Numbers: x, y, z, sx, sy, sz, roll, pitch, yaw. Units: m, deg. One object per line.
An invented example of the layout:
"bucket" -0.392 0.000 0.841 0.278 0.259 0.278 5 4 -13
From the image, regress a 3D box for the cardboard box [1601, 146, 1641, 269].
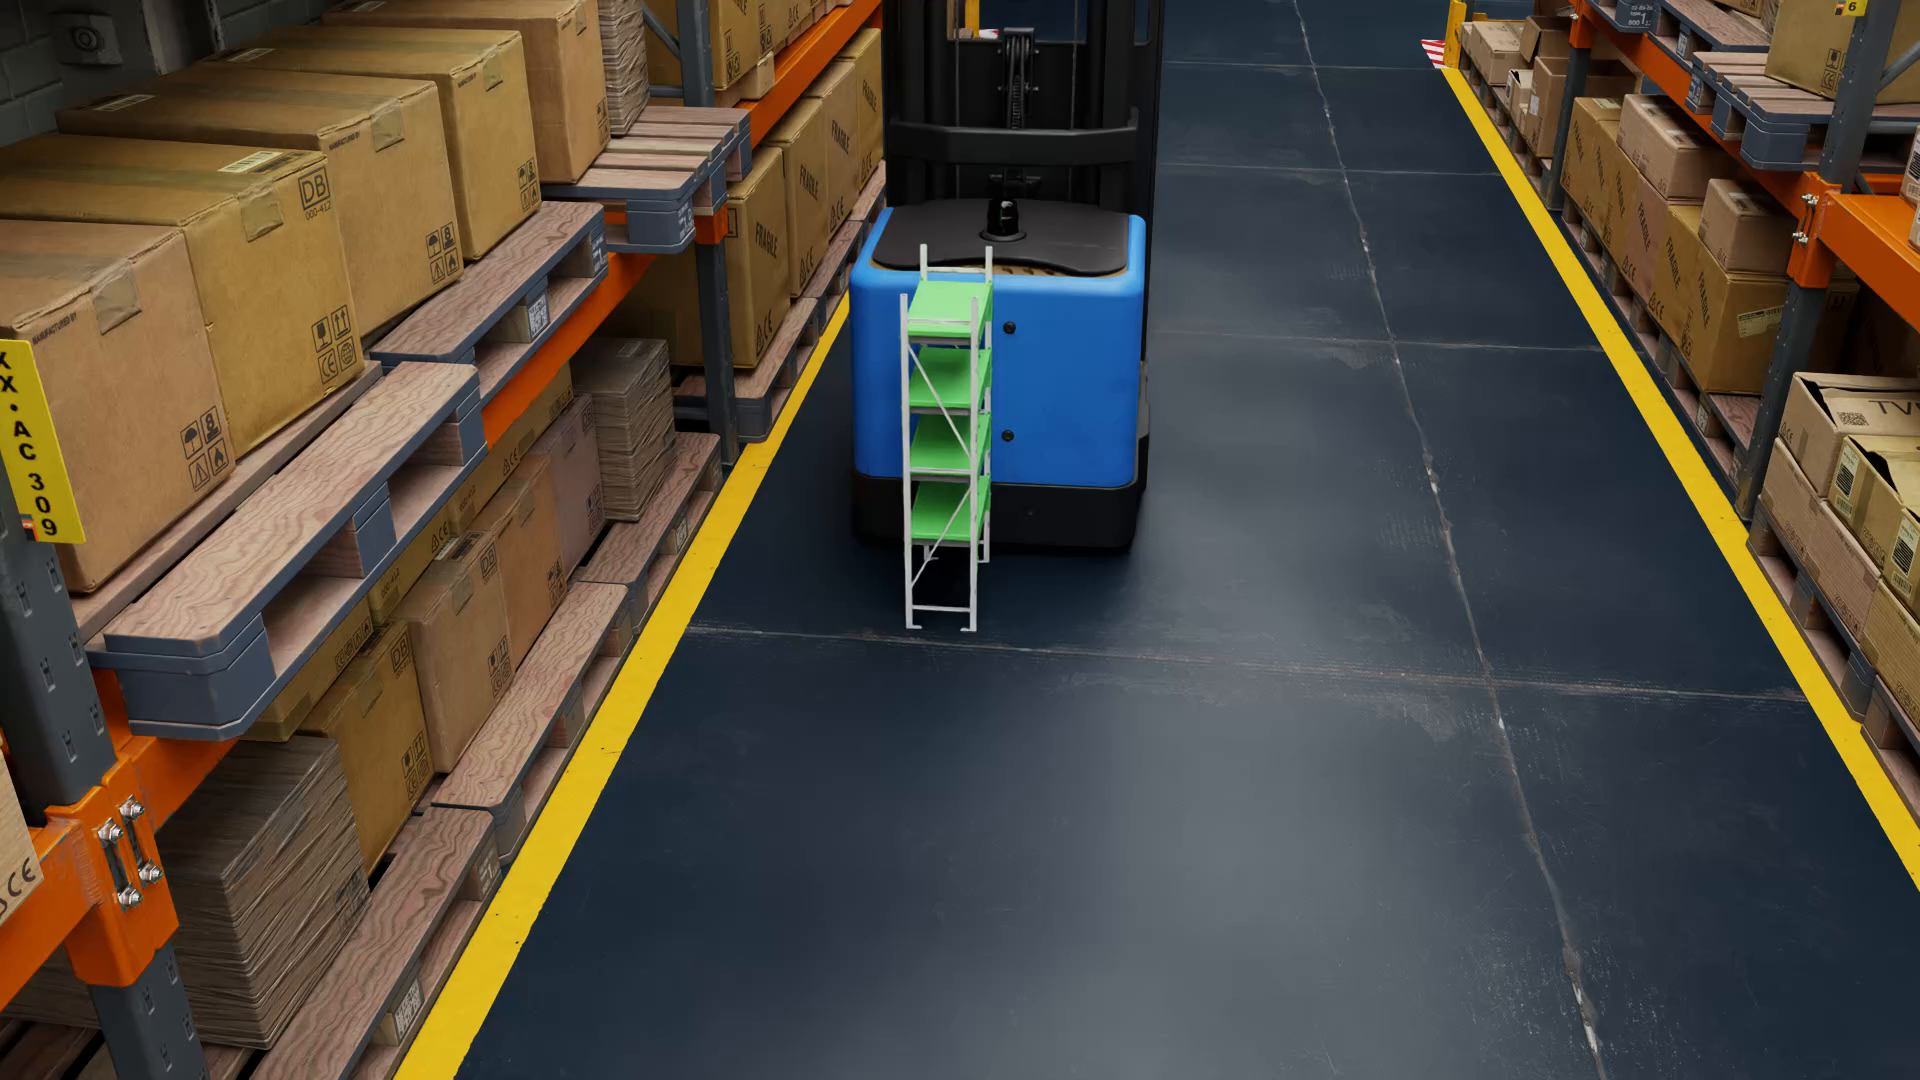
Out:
"cardboard box" 3.565 -1.660 8.341 0.500 0.500 0.500 4 29 7

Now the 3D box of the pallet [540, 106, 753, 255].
"pallet" -1.399 -1.244 5.600 1.213 0.211 1.003 3 28 6

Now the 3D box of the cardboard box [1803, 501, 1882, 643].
"cardboard box" 3.083 0.107 5.344 0.500 0.250 0.500 3 28 5

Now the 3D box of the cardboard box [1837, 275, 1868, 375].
"cardboard box" 3.897 -0.922 6.971 0.500 0.500 0.500 2 28 4

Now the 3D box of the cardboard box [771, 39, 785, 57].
"cardboard box" -1.017 -2.318 7.633 0.380 0.149 0.250 4 29 7

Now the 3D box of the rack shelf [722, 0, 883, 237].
"rack shelf" -1.172 -2.295 8.106 1.077 0.370 4.000 3 28 6

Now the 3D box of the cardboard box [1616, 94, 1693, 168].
"cardboard box" 3.566 -2.006 8.193 0.500 0.250 0.500 3 29 6

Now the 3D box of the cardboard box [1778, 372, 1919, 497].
"cardboard box" 3.144 -0.376 5.651 0.500 0.311 0.500 4 29 8

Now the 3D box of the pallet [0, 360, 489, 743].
"pallet" -1.669 -0.055 3.391 1.003 0.211 1.213 3 28 6

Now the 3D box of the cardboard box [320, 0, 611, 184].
"cardboard box" -1.507 -1.422 5.157 0.700 0.500 0.500 1 28 1

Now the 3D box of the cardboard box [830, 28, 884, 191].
"cardboard box" -0.878 -2.478 9.511 0.750 0.750 0.750 4 29 7

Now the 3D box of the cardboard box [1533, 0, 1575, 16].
"cardboard box" 4.658 -3.973 12.634 0.500 0.500 0.500 3 28 6

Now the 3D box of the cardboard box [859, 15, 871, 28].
"cardboard box" -0.511 -3.420 10.944 0.380 0.149 0.250 4 29 8

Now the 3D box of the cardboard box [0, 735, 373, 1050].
"cardboard box" -1.834 0.772 3.827 0.700 0.500 0.500 4 29 8

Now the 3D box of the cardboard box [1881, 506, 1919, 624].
"cardboard box" 3.023 0.111 4.745 0.500 0.311 0.500 3 28 5

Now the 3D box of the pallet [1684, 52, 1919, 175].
"pallet" 3.513 -1.623 6.302 1.213 0.211 1.003 3 28 6

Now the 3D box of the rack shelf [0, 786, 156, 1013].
"rack shelf" -2.153 1.470 1.116 1.077 0.370 4.000 3 28 6

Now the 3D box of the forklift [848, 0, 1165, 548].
"forklift" 0.270 -1.933 6.747 1.130 2.935 3.031 3 28 5

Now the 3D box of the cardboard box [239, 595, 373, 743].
"cardboard box" -1.783 0.234 4.034 0.500 0.250 0.500 3 28 5

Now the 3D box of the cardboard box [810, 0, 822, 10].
"cardboard box" -0.912 -2.793 7.832 0.500 0.500 0.500 4 29 8

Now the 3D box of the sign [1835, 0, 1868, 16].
"sign" 2.960 -1.886 5.452 0.100 0.325 0.005 3 28 6

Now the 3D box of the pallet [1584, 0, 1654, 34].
"pallet" 3.783 -2.813 8.511 1.003 0.211 1.213 3 28 6

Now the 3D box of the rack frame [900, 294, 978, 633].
"rack frame" -0.064 -0.222 5.397 0.240 1.200 0.015 3 28 5

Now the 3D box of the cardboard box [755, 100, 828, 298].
"cardboard box" -1.083 -1.660 7.992 0.750 0.750 0.750 3 28 6

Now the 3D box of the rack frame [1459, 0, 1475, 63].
"rack frame" 4.480 -5.150 12.647 1.000 3.000 0.127 3 28 6

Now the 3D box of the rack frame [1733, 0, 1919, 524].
"rack frame" 3.499 -1.384 5.657 1.000 3.000 0.127 3 28 6

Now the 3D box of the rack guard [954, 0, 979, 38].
"rack guard" -0.434 -4.347 13.792 1.175 0.500 0.348 3 28 6

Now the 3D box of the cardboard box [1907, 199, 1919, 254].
"cardboard box" 3.198 -0.935 4.918 0.500 0.311 0.500 3 28 6

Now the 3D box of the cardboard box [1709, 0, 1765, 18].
"cardboard box" 3.834 -2.661 7.478 0.700 0.500 0.500 -4 29 -7

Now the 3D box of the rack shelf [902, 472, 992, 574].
"rack shelf" -0.039 -0.070 5.755 0.258 0.148 0.480 3 28 5

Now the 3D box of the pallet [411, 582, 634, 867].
"pallet" -1.667 0.497 5.104 1.003 0.211 1.213 3 28 6

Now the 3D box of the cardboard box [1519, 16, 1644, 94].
"cardboard box" 4.215 -3.247 11.282 0.797 0.503 0.637 3 28 6

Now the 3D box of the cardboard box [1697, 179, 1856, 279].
"cardboard box" 3.384 -1.288 6.860 0.500 0.250 0.500 4 29 8

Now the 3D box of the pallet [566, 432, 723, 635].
"pallet" -1.515 -0.075 6.167 1.003 0.211 1.213 3 28 6

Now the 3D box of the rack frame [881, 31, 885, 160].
"rack frame" -0.927 -3.553 9.683 1.000 3.000 0.127 3 28 6

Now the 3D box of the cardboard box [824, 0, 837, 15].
"cardboard box" -0.842 -2.798 8.524 0.380 0.149 0.250 3 28 6

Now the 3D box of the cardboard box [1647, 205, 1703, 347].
"cardboard box" 3.445 -1.175 7.440 0.500 0.500 0.500 2 28 4

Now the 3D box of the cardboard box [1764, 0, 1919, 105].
"cardboard box" 3.465 -1.916 6.096 0.700 0.500 0.500 -6 29 -11

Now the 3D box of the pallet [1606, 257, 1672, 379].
"pallet" 3.780 -1.079 8.030 1.003 0.211 1.213 3 28 6

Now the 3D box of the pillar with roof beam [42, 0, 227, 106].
"pillar with roof beam" 1.837 -3.500 3.258 9.100 9.000 0.400 3 28 6

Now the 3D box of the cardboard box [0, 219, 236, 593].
"cardboard box" -1.811 -0.263 3.006 0.700 0.500 0.500 3 29 6

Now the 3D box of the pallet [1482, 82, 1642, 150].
"pallet" 4.222 -2.939 11.482 1.003 0.211 1.213 3 28 6

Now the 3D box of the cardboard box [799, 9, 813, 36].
"cardboard box" -0.931 -2.556 8.076 0.380 0.149 0.250 4 29 8

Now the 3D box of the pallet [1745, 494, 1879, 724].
"pallet" 3.360 0.228 5.603 1.003 0.211 1.213 3 28 6

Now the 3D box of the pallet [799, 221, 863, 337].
"pallet" -1.094 -1.382 8.593 1.003 0.211 1.213 3 28 6

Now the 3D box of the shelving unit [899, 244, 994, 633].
"shelving unit" -0.039 -0.337 5.611 0.258 1.200 0.503 3 28 5

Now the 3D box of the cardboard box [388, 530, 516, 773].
"cardboard box" -1.718 0.288 4.725 0.700 0.500 0.500 4 29 7

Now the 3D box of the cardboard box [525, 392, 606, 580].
"cardboard box" -1.632 -0.186 5.604 0.700 0.500 0.500 3 28 6

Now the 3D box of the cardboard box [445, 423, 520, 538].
"cardboard box" -1.644 -0.245 4.923 0.500 0.250 0.500 3 28 6

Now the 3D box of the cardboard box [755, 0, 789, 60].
"cardboard box" -1.030 -2.314 6.943 0.500 0.500 0.500 4 29 8

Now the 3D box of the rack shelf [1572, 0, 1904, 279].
"rack shelf" 3.745 -2.009 7.575 1.077 0.370 4.000 3 28 6

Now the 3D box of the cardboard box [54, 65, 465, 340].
"cardboard box" -1.686 -0.837 4.072 0.700 0.500 0.500 7 29 13

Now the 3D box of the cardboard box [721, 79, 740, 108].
"cardboard box" -1.108 -1.828 6.725 0.380 0.149 0.250 4 29 7

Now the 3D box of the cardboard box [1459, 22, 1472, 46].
"cardboard box" 4.087 -3.912 12.890 0.380 0.149 0.250 3 28 6

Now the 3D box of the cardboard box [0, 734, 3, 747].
"cardboard box" -1.658 0.180 2.100 0.500 0.500 0.500 3 28 6

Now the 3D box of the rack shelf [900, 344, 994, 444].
"rack shelf" -0.039 -0.492 5.527 0.258 0.148 0.480 3 28 5

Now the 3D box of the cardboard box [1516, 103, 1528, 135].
"cardboard box" 3.764 -2.671 10.586 0.380 0.149 0.250 3 28 6

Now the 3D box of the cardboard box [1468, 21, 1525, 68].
"cardboard box" 4.070 -3.658 12.313 0.500 0.250 0.500 3 28 6

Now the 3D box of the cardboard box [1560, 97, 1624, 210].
"cardboard box" 3.688 -2.147 9.244 0.500 0.500 0.500 2 28 4
